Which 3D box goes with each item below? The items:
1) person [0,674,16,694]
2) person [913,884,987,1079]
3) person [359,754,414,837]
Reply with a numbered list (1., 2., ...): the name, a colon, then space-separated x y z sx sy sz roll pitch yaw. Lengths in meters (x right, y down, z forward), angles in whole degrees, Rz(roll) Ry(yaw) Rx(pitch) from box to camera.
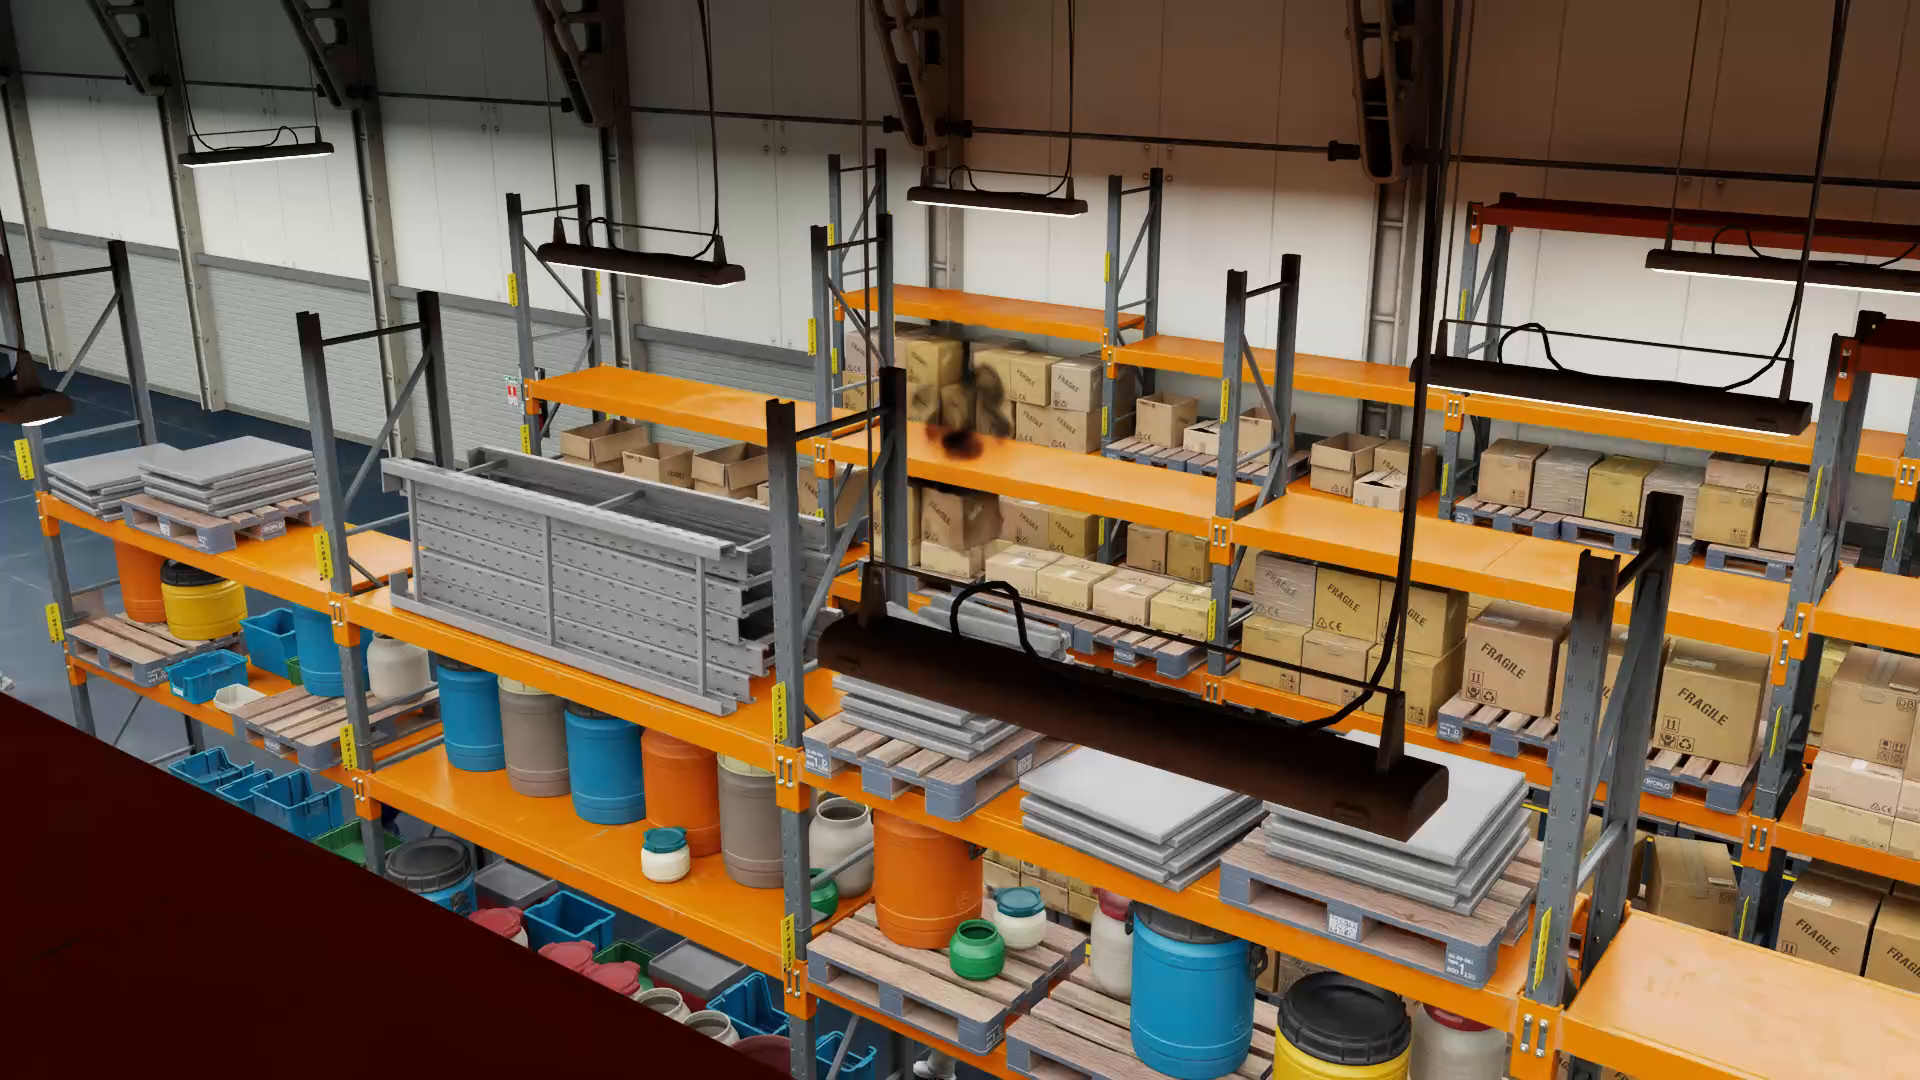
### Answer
1. person: -11.430 1.080 19.052 0.862 1.796 0.651 -10 21 -27
2. person: 0.093 3.321 12.375 1.024 1.764 0.718 8 20 24
3. person: -5.368 2.370 15.541 0.495 1.616 0.605 11 22 30
